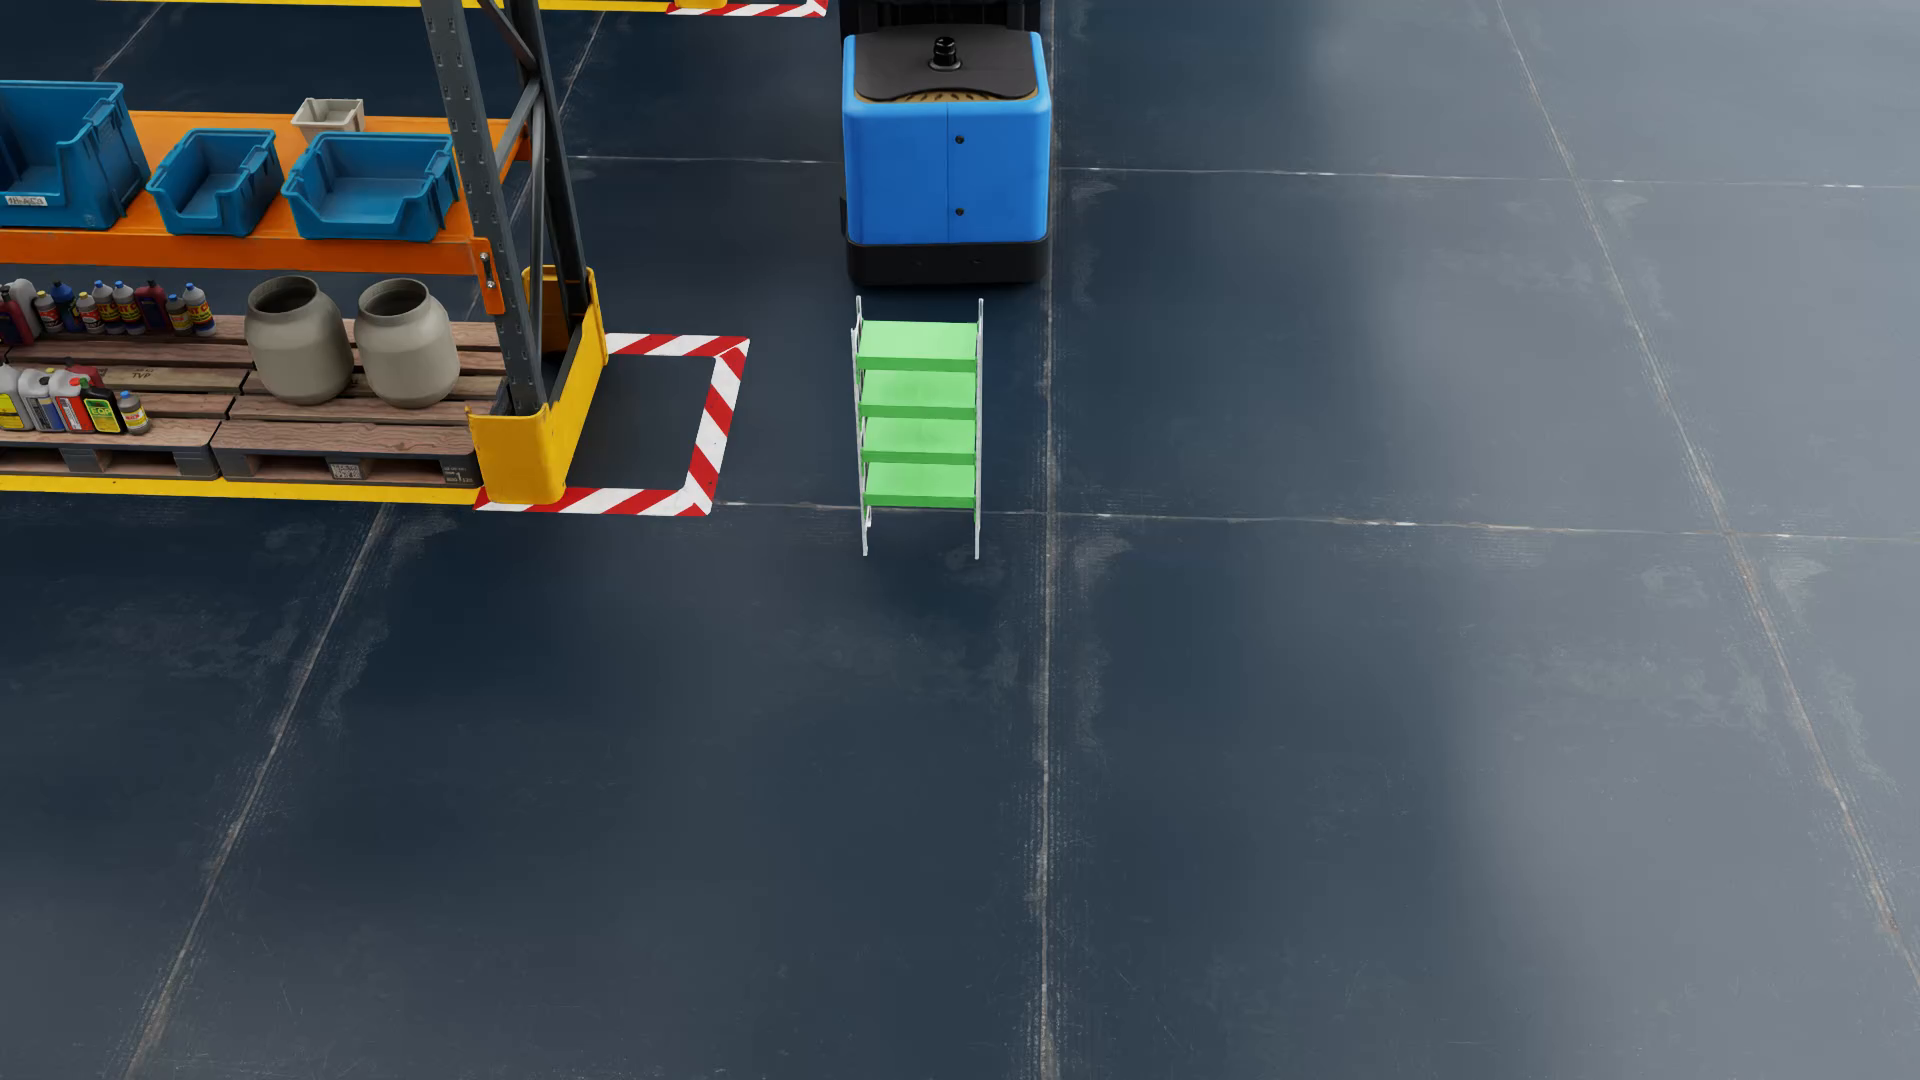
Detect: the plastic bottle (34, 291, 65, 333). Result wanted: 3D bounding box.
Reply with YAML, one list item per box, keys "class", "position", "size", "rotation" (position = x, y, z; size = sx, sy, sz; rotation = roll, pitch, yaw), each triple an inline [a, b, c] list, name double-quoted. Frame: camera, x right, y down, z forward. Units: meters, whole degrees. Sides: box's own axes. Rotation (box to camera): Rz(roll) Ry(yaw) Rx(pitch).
- class: "plastic bottle"
  position: [-4.418, -1.115, 8.062]
  size: [0.097, 0.201, 0.097]
  rotation: [0, 43, 0]

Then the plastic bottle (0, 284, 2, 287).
- class: "plastic bottle"
  position: [-4.700, -1.162, 8.003]
  size: [0.185, 0.351, 0.144]
  rotation: [2, 43, 2]

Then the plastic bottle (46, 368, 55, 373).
- class: "plastic bottle"
  position: [-4.131, -0.698, 7.614]
  size: [0.097, 0.201, 0.097]
  rotation: [0, 43, 0]

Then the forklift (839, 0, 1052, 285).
- class: "forklift"
  position: [-0.118, -3.387, 8.821]
  size: [1.130, 2.935, 3.031]
  rotation: [-2, 43, -2]

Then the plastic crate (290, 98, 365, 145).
- class: "plastic crate"
  position: [-2.754, -1.837, 7.300]
  size: [0.250, 0.136, 0.298]
  rotation: [2, 43, 2]

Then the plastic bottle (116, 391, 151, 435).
- class: "plastic bottle"
  position: [-3.729, -0.582, 7.490]
  size: [0.097, 0.201, 0.097]
  rotation: [0, 43, 0]

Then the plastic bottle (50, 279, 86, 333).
- class: "plastic bottle"
  position: [-4.316, -1.137, 8.035]
  size: [0.097, 0.271, 0.097]
  rotation: [0, 43, 0]

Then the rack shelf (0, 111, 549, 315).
- class: "rack shelf"
  position: [-3.872, -1.485, 7.257]
  size: [4.000, 0.370, 1.077]
  rotation: [2, 43, 2]

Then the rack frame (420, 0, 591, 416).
- class: "rack frame"
  position: [-1.874, -1.687, 6.946]
  size: [0.127, 3.000, 1.000]
  rotation: [2, 43, 2]

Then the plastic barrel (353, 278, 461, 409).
- class: "plastic barrel"
  position: [-2.535, -0.899, 7.616]
  size: [0.421, 0.512, 0.421]
  rotation: [0, 43, 0]

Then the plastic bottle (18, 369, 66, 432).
- class: "plastic bottle"
  position: [-4.118, -0.640, 7.497]
  size: [0.135, 0.276, 0.152]
  rotation: [1, 43, 1]

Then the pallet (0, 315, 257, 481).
- class: "pallet"
  position: [-3.979, -0.705, 7.937]
  size: [1.213, 0.211, 1.003]
  rotation: [2, 43, 2]

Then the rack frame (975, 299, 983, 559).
- class: "rack frame"
  position: [0.078, -0.437, 6.924]
  size: [0.015, 1.200, 0.240]
  rotation: [2, 43, 2]

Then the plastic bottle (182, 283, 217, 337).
- class: "plastic bottle"
  position: [-3.672, -1.118, 8.013]
  size: [0.097, 0.271, 0.097]
  rotation: [0, 43, 0]

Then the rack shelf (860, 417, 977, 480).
- class: "rack shelf"
  position: [-0.165, -0.397, 6.975]
  size: [0.480, 0.148, 0.258]
  rotation: [2, 43, 2]

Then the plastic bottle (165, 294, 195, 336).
- class: "plastic bottle"
  position: [-3.775, -1.095, 8.041]
  size: [0.097, 0.201, 0.097]
  rotation: [0, 43, 0]

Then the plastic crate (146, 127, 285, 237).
- class: "plastic crate"
  position: [-3.036, -1.468, 6.820]
  size: [0.408, 0.251, 0.499]
  rotation: [2, 43, 2]

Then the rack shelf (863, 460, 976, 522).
- class: "rack shelf"
  position: [-0.165, -0.222, 7.139]
  size: [0.480, 0.148, 0.258]
  rotation: [2, 43, 2]

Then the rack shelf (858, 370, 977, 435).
- class: "rack shelf"
  position: [-0.165, -0.573, 6.812]
  size: [0.480, 0.148, 0.258]
  rotation: [2, 43, 2]

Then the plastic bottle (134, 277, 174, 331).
- class: "plastic bottle"
  position: [-3.897, -1.141, 8.030]
  size: [0.133, 0.283, 0.061]
  rotation: [2, 43, 3]

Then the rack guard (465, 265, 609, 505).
- class: "rack guard"
  position: [-1.952, -0.743, 7.766]
  size: [0.348, 0.500, 1.175]
  rotation: [2, 43, 2]

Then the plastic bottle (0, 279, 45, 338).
- class: "plastic bottle"
  position: [-4.537, -1.127, 8.020]
  size: [0.135, 0.276, 0.152]
  rotation: [2, 43, 3]

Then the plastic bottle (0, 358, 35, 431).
- class: "plastic bottle"
  position: [-4.284, -0.670, 7.474]
  size: [0.185, 0.351, 0.144]
  rotation: [3, 43, 4]

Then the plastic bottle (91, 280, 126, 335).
- class: "plastic bottle"
  position: [-4.114, -1.131, 8.028]
  size: [0.097, 0.271, 0.097]
  rotation: [0, 43, 0]

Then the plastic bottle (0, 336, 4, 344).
- class: "plastic bottle"
  position: [-4.679, -1.067, 7.950]
  size: [0.133, 0.283, 0.061]
  rotation: [2, 43, 2]

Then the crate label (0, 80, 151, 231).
- class: "crate label"
  position: [-3.725, -1.572, 6.797]
  size: [0.616, 0.435, 0.502]
  rotation: [2, 43, 2]

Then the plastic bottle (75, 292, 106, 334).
- class: "plastic bottle"
  position: [-4.213, -1.109, 8.055]
  size: [0.097, 0.201, 0.097]
  rotation: [0, 43, 0]

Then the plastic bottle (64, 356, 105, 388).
- class: "plastic bottle"
  position: [-3.975, -0.711, 7.568]
  size: [0.133, 0.283, 0.061]
  rotation: [2, 43, 2]

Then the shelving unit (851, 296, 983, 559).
- class: "shelving unit"
  position: [-0.165, -0.444, 6.932]
  size: [0.503, 1.200, 0.258]
  rotation: [2, 43, 2]

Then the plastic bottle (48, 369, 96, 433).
- class: "plastic bottle"
  position: [-3.979, -0.636, 7.493]
  size: [0.135, 0.276, 0.152]
  rotation: [2, 43, 2]

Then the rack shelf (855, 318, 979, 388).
- class: "rack shelf"
  position: [-0.165, -0.749, 6.648]
  size: [0.480, 0.148, 0.258]
  rotation: [2, 43, 2]

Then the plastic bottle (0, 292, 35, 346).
- class: "plastic bottle"
  position: [-4.542, -1.057, 7.940]
  size: [0.133, 0.283, 0.061]
  rotation: [2, 43, 2]

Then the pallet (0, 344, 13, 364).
- class: "pallet"
  position: [-5.201, -0.741, 7.975]
  size: [1.213, 0.211, 1.003]
  rotation: [2, 43, 2]

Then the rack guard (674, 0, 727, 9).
- class: "rack guard"
  position: [-1.727, -4.147, 11.421]
  size: [0.348, 0.500, 1.175]
  rotation: [2, 43, 2]

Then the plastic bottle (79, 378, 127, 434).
- class: "plastic bottle"
  position: [-3.846, -0.603, 7.452]
  size: [0.133, 0.283, 0.061]
  rotation: [3, 43, 3]

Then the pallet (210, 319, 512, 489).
- class: "pallet"
  position: [-2.764, -0.666, 7.895]
  size: [1.213, 0.211, 1.003]
  rotation: [2, 43, 2]

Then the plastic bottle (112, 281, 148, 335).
- class: "plastic bottle"
  position: [-4.014, -1.128, 8.025]
  size: [0.097, 0.271, 0.097]
  rotation: [0, 43, 0]

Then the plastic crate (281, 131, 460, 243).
- class: "plastic crate"
  position: [-2.388, -1.444, 6.794]
  size: [0.616, 0.251, 0.499]
  rotation: [2, 43, 2]

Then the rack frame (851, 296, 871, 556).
- class: "rack frame"
  position: [-0.409, -0.452, 6.940]
  size: [0.015, 1.200, 0.240]
  rotation: [2, 43, 2]

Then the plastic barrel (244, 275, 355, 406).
- class: "plastic barrel"
  position: [-3.036, -0.914, 7.633]
  size: [0.421, 0.512, 0.421]
  rotation: [0, 43, 0]
